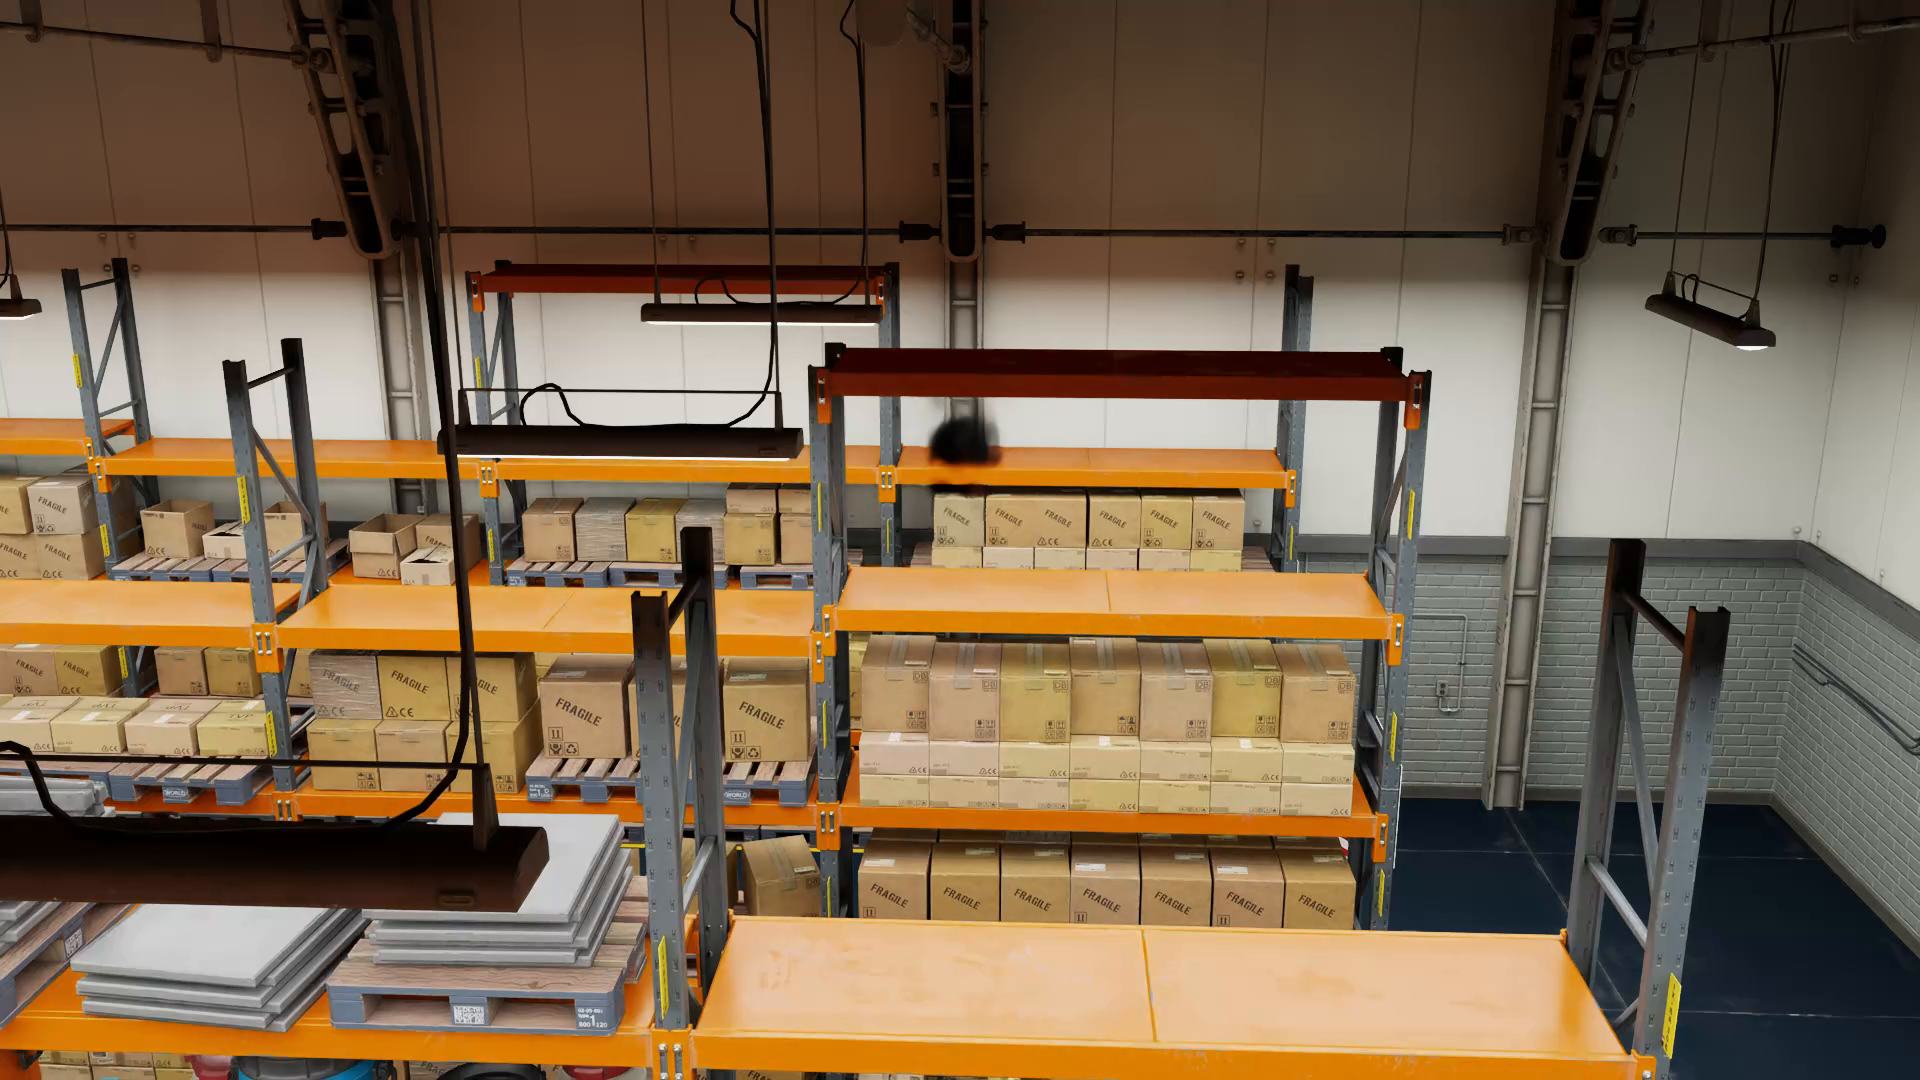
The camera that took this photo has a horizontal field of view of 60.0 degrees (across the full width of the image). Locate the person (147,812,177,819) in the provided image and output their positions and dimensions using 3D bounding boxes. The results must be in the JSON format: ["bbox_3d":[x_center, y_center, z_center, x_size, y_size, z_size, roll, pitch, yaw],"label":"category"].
[{"bbox_3d":[-7.314,3.071,15.218,0.536,1.556,0.526,-1,16,-5],"label":"person"}]
